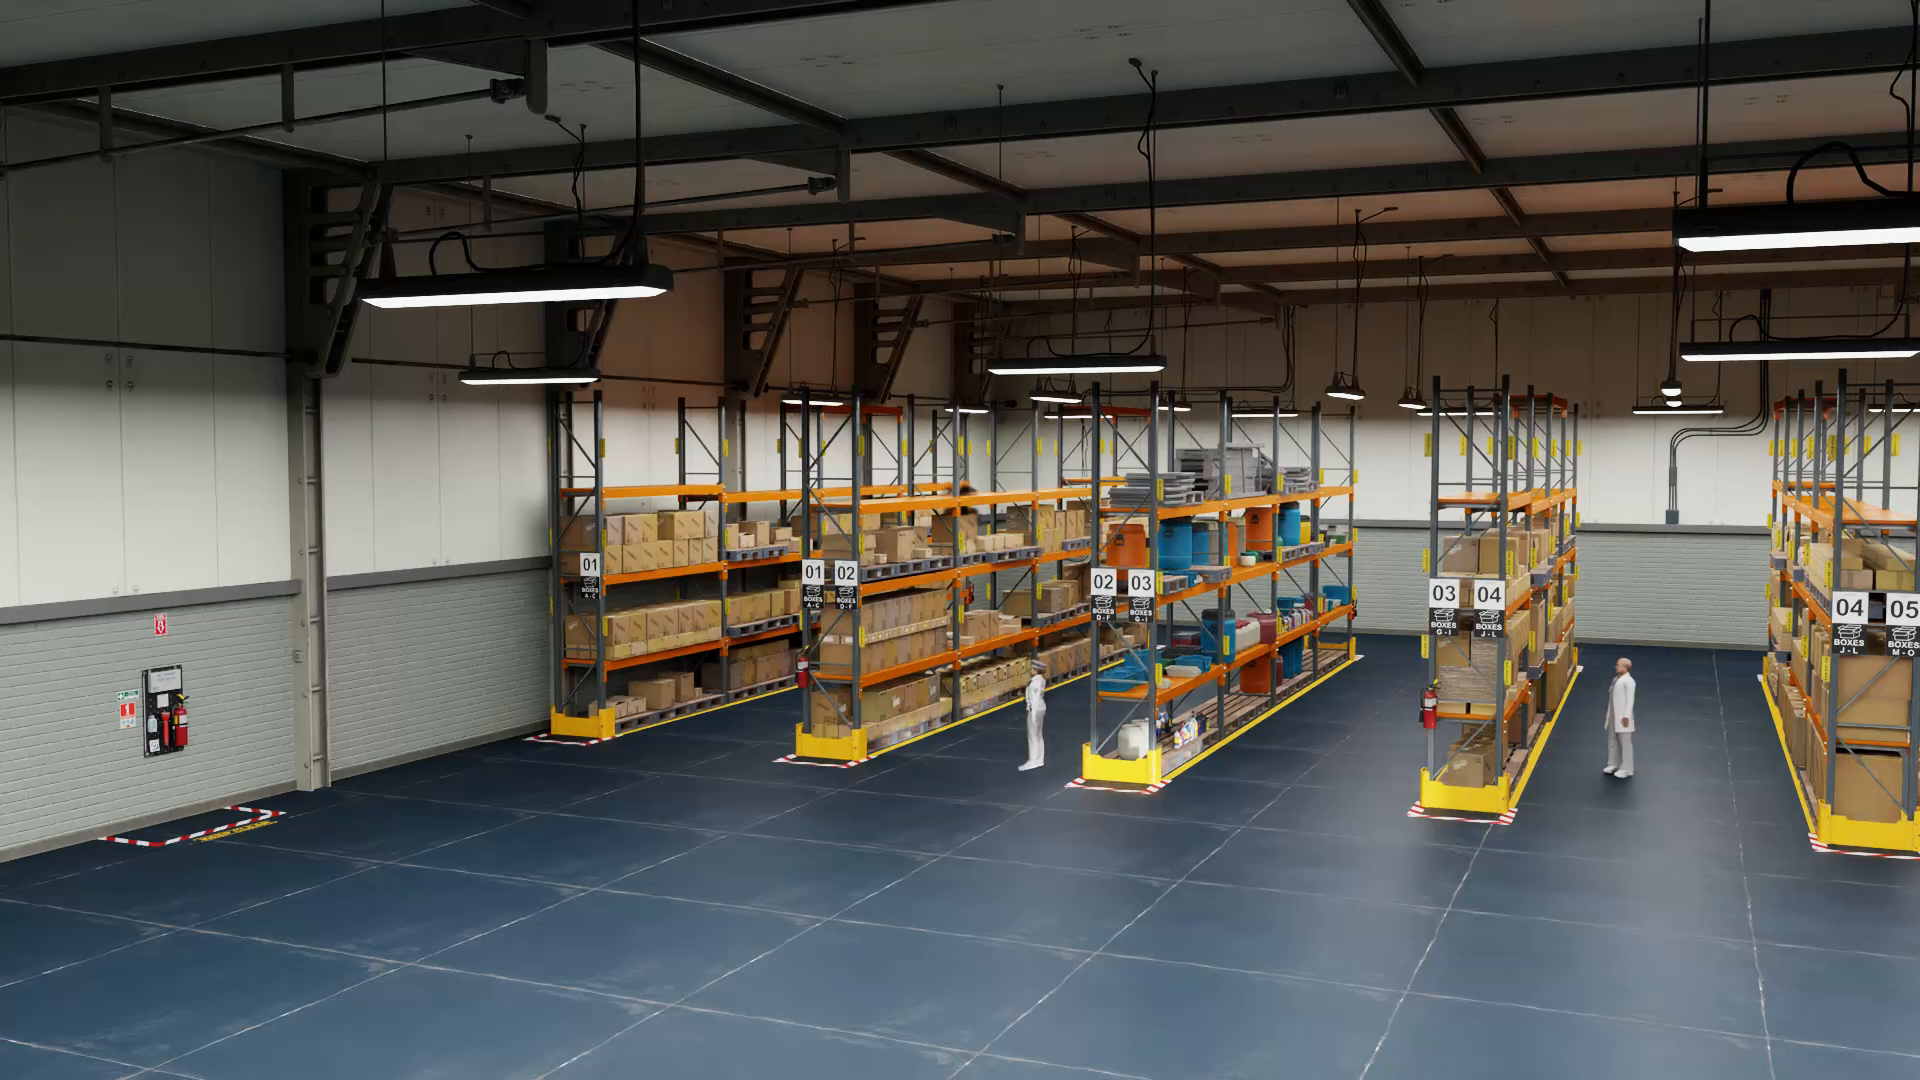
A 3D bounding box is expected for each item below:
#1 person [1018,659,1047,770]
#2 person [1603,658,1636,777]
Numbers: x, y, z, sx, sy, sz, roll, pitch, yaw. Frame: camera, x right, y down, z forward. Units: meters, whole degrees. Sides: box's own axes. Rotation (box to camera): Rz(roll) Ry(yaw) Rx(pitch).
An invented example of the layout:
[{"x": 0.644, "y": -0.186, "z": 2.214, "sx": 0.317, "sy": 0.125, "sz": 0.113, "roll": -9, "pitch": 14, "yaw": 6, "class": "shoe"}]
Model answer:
[{"x": 1.151, "y": 2.719, "z": 26.051, "sx": 0.391, "sy": 1.695, "sz": 0.577, "roll": 1, "pitch": 3, "yaw": 14, "class": "person"}, {"x": 10.086, "y": 2.699, "z": 25.432, "sx": 0.419, "sy": 1.788, "sz": 0.610, "roll": -1, "pitch": 3, "yaw": -14, "class": "person"}]
